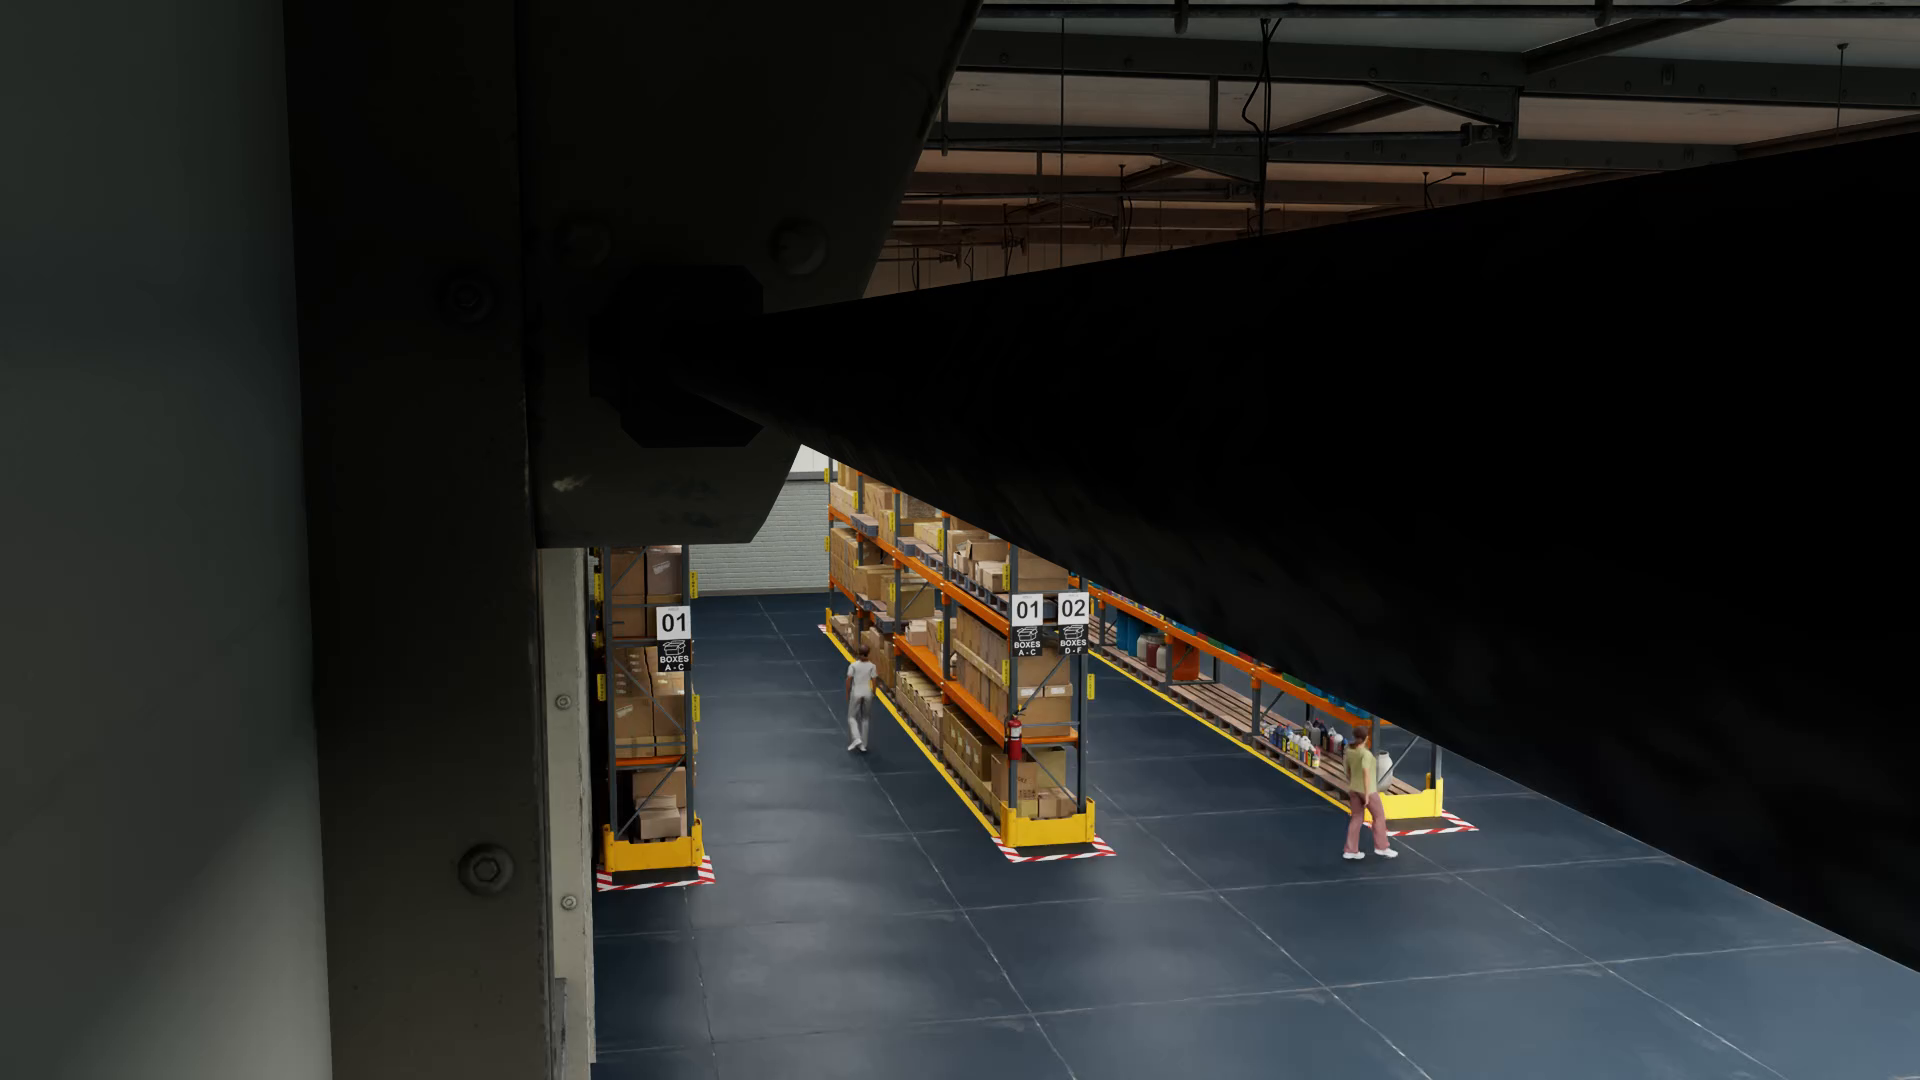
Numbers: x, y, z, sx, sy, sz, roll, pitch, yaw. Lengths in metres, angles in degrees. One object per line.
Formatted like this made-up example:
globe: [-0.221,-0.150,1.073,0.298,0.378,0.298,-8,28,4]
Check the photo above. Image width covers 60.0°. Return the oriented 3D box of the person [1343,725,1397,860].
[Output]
person: [5.013,3.085,20.449,0.698,1.680,0.460,-4,8,-32]

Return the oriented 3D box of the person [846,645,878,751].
person: [-1.508,2.466,25.762,0.499,1.646,0.621,-1,7,-10]
